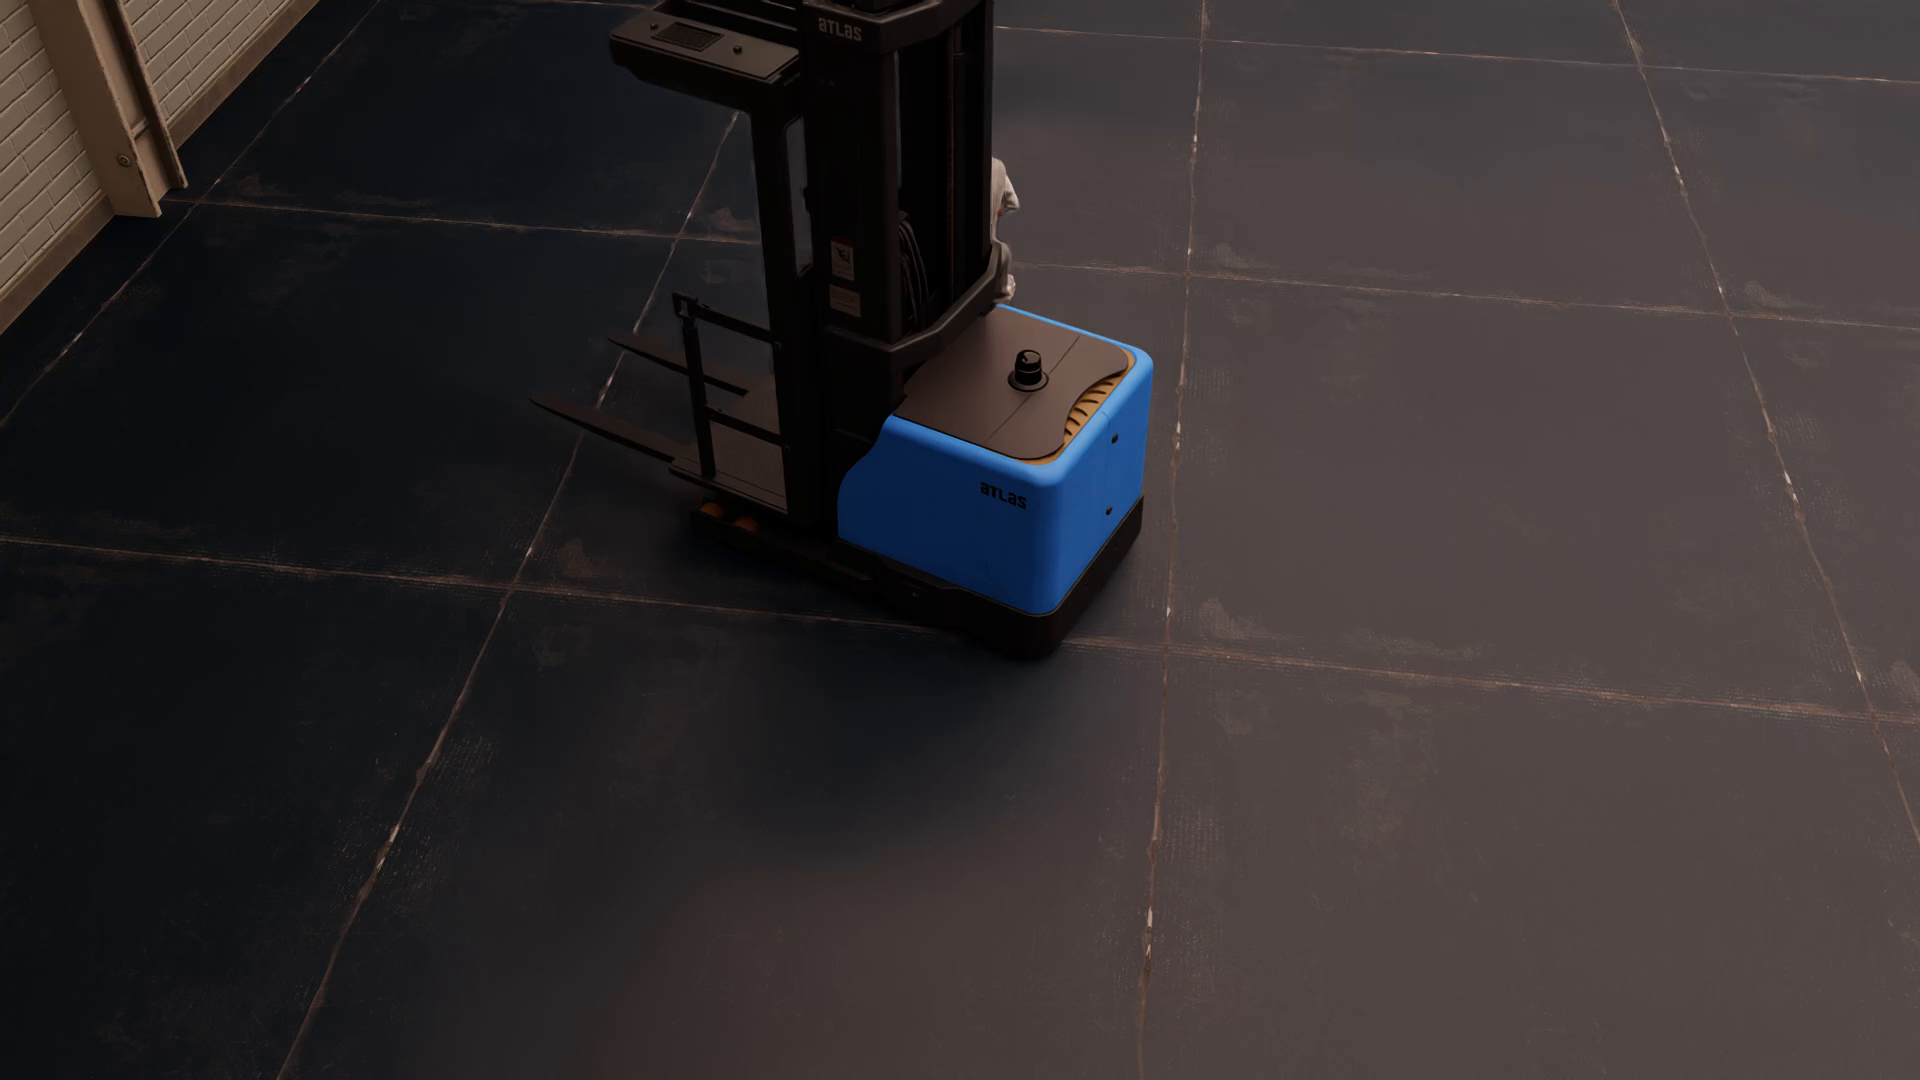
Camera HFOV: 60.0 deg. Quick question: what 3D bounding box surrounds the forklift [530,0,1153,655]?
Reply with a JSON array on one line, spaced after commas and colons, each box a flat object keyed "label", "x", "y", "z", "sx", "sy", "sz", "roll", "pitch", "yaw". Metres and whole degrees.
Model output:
[{"label": "forklift", "x": -0.683, "y": -1.315, "z": 7.155, "sx": 3.031, "sy": 2.935, "sz": 1.130, "roll": 21, "pitch": 47, "yaw": 21}]

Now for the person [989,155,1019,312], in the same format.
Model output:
[{"label": "person", "x": -0.076, "y": -1.496, "z": 8.569, "sx": 1.101, "sy": 1.298, "sz": 0.689, "roll": -17, "pitch": 45, "yaw": -17}]
